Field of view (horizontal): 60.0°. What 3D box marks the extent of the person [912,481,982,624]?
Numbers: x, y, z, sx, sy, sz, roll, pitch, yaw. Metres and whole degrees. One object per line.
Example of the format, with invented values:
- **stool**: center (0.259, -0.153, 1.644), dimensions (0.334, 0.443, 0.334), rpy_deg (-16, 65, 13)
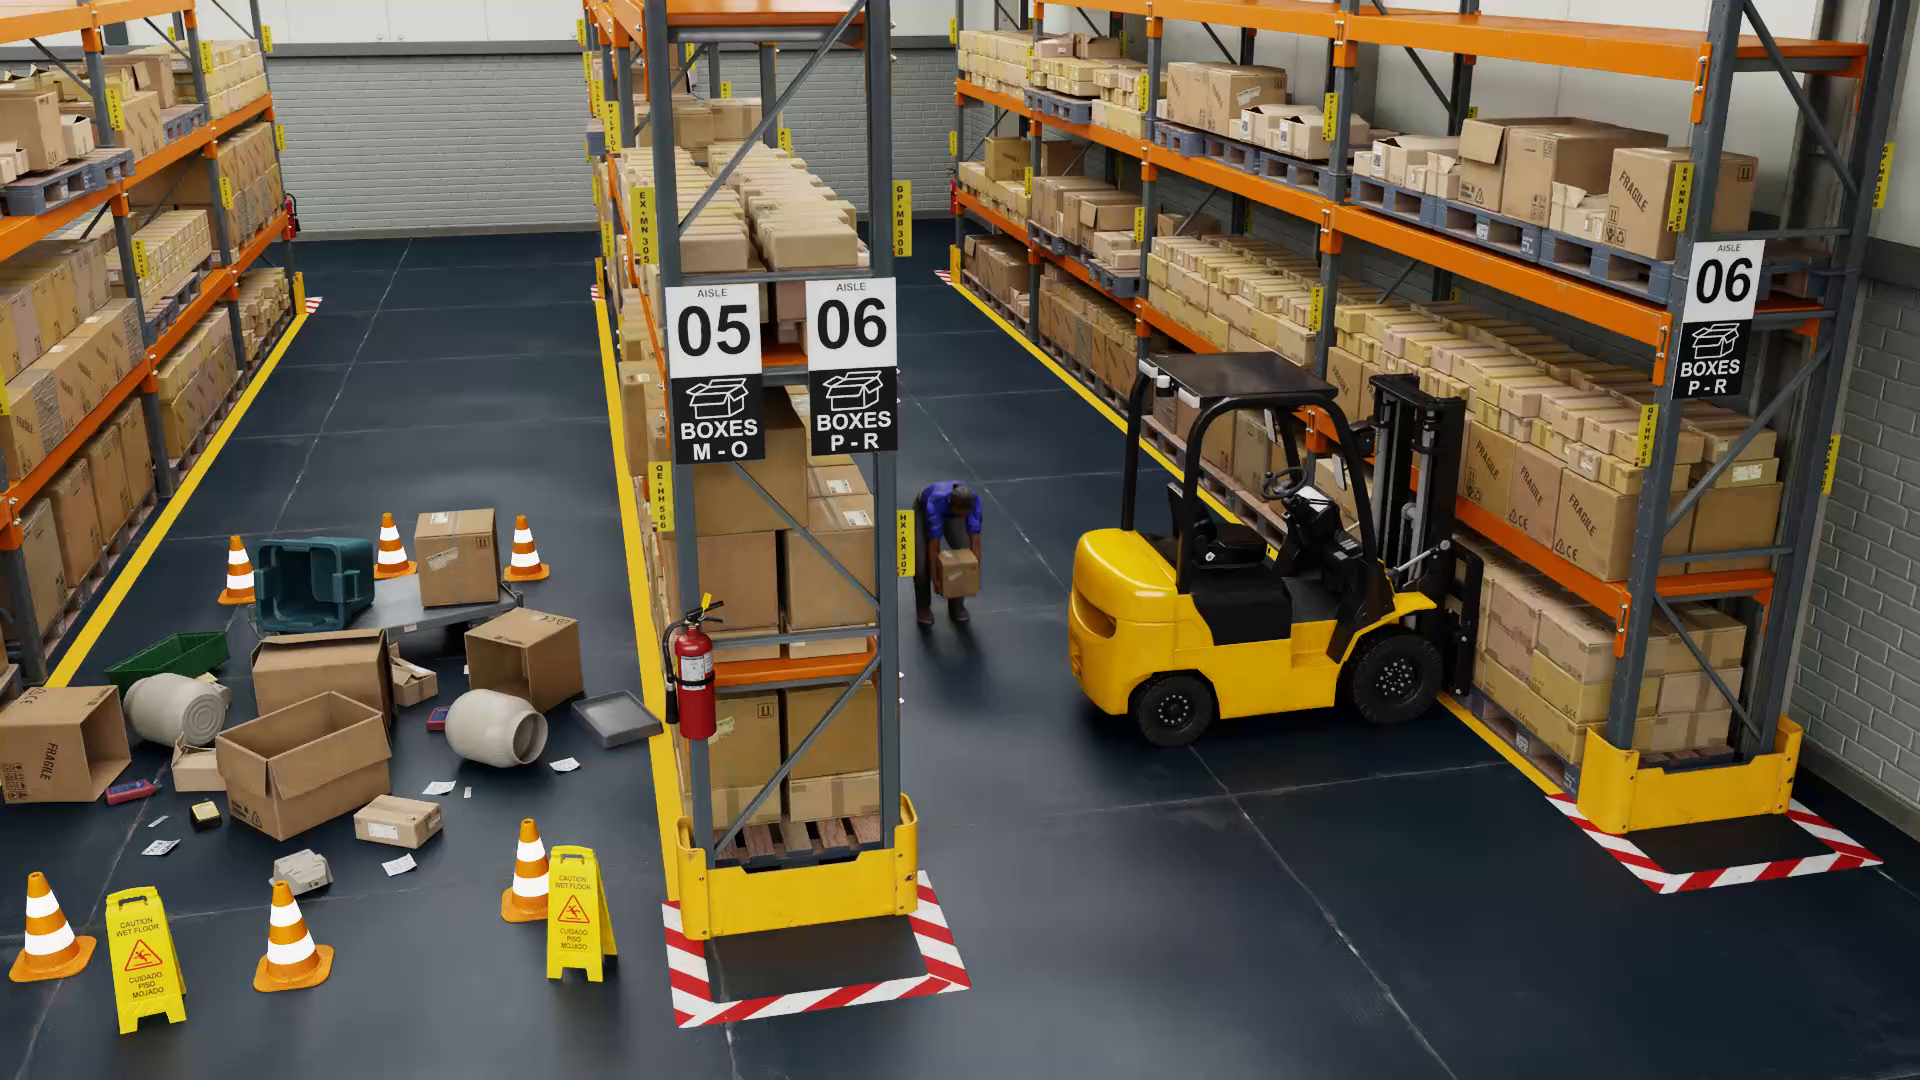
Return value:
- **person**: center (-0.084, 0.076, 11.636), dimensions (0.443, 1.144, 0.843), rpy_deg (-5, 20, -15)
